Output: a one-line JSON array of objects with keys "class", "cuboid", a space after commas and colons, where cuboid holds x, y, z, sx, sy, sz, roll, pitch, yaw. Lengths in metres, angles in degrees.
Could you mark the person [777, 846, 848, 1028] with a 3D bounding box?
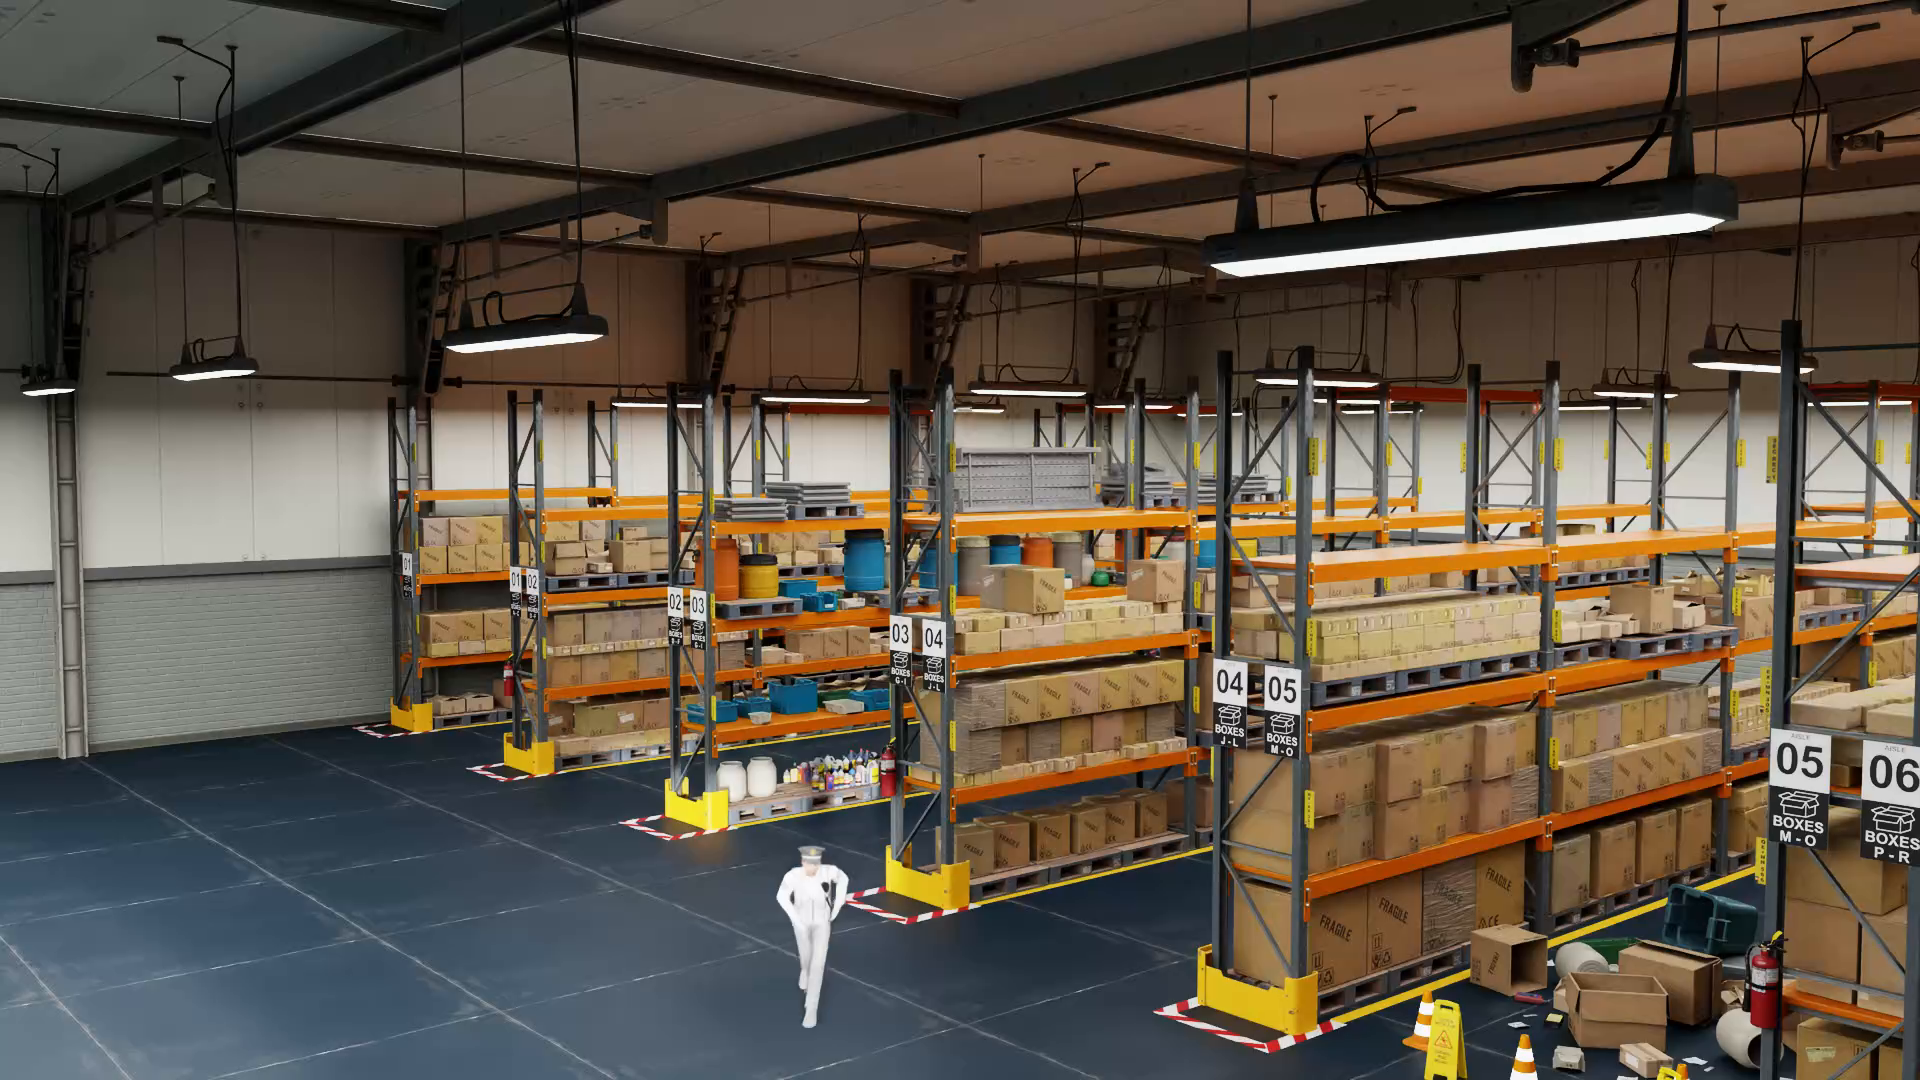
[{"class": "person", "cuboid": [-1.348, 3.504, 15.147, 0.652, 1.626, 0.975, -1, 3, -10]}]
